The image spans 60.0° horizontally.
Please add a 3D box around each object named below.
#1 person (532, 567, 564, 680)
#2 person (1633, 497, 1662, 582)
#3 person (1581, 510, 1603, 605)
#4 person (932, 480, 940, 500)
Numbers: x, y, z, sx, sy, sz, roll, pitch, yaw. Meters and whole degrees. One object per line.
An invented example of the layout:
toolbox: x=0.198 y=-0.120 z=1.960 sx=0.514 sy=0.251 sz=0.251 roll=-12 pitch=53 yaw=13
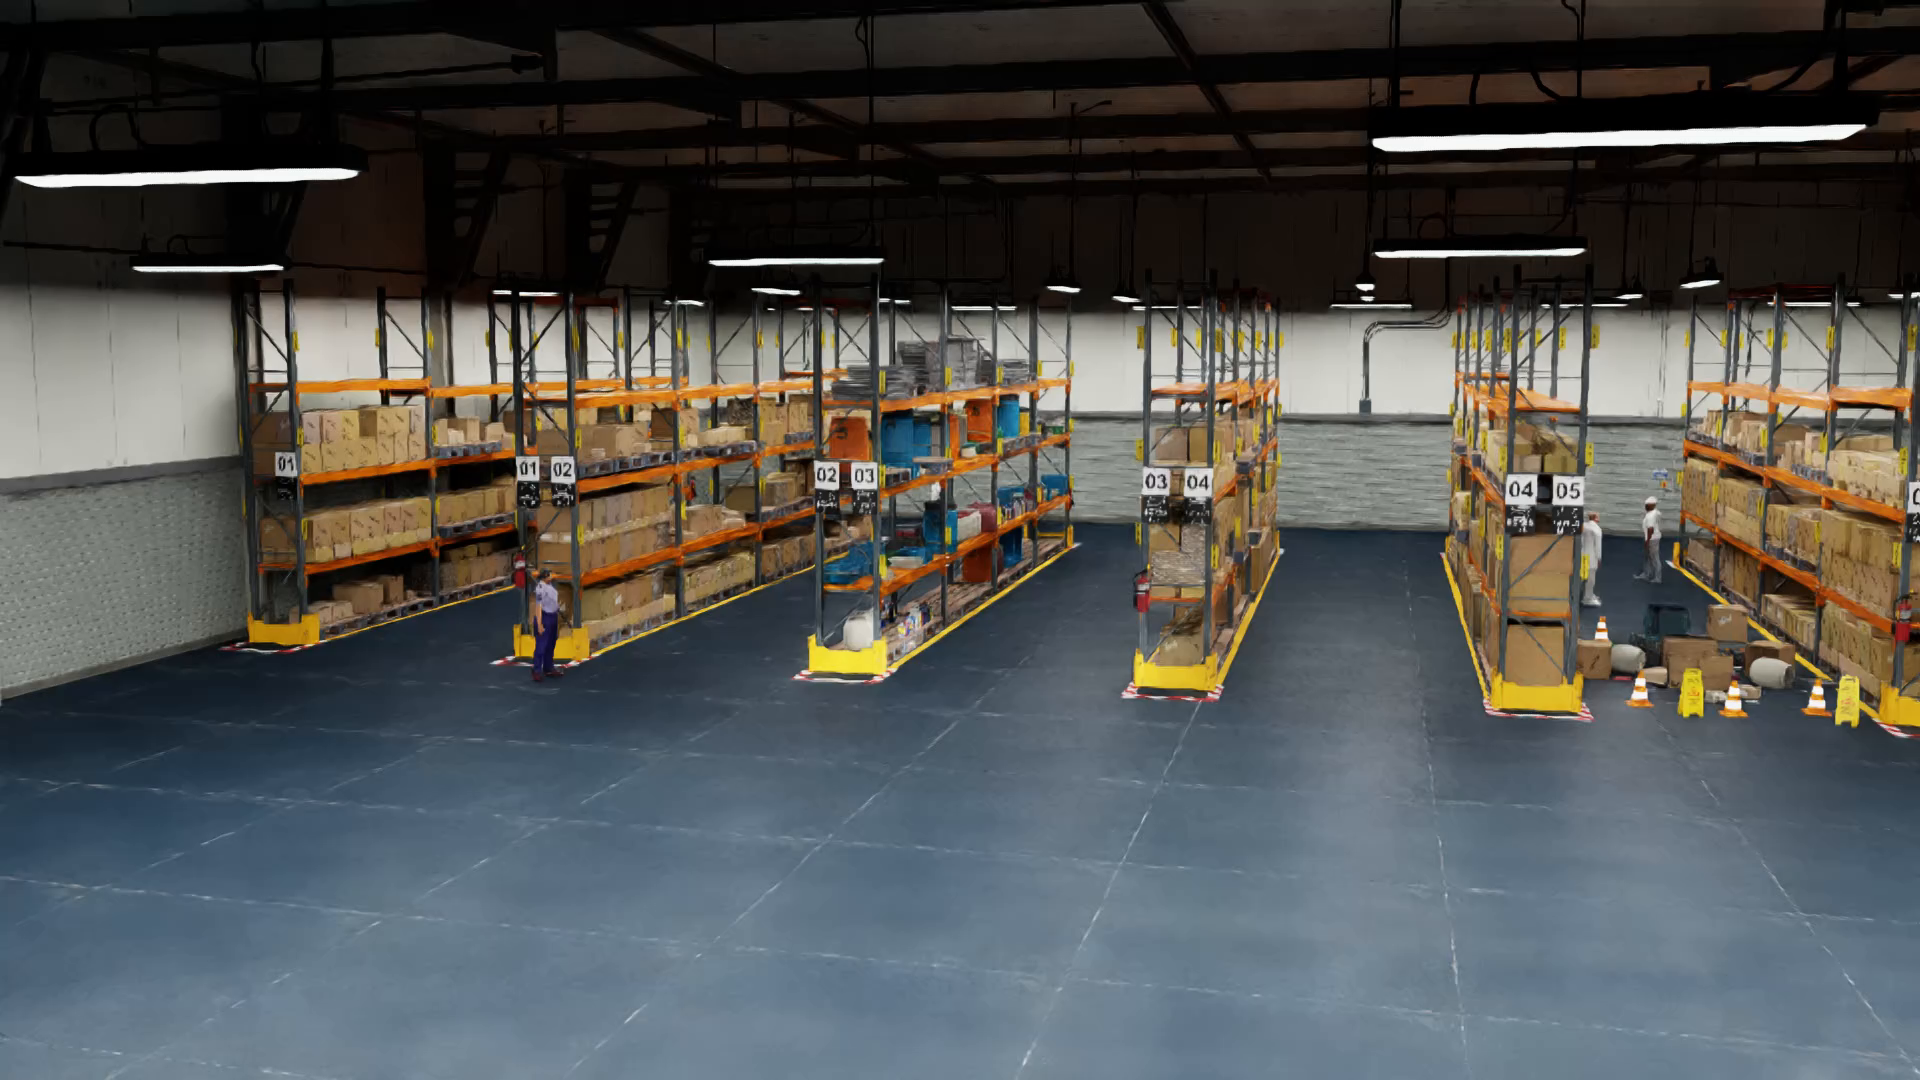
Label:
person: x=-6.164 y=1.220 z=24.711 sx=0.381 sy=1.648 sz=0.595 roll=1 pitch=7 yaw=7
person: x=14.326 y=-0.026 z=34.547 sx=0.583 sy=1.763 sz=0.694 roll=3 pitch=8 yaw=25
person: x=12.042 y=0.315 z=31.612 sx=0.522 sy=1.787 sz=0.652 roll=-1 pitch=7 yaw=-8
person: x=-0.497 y=-0.886 z=42.102 sx=0.514 sy=1.674 sz=0.660 roll=7 pitch=10 yaw=44
